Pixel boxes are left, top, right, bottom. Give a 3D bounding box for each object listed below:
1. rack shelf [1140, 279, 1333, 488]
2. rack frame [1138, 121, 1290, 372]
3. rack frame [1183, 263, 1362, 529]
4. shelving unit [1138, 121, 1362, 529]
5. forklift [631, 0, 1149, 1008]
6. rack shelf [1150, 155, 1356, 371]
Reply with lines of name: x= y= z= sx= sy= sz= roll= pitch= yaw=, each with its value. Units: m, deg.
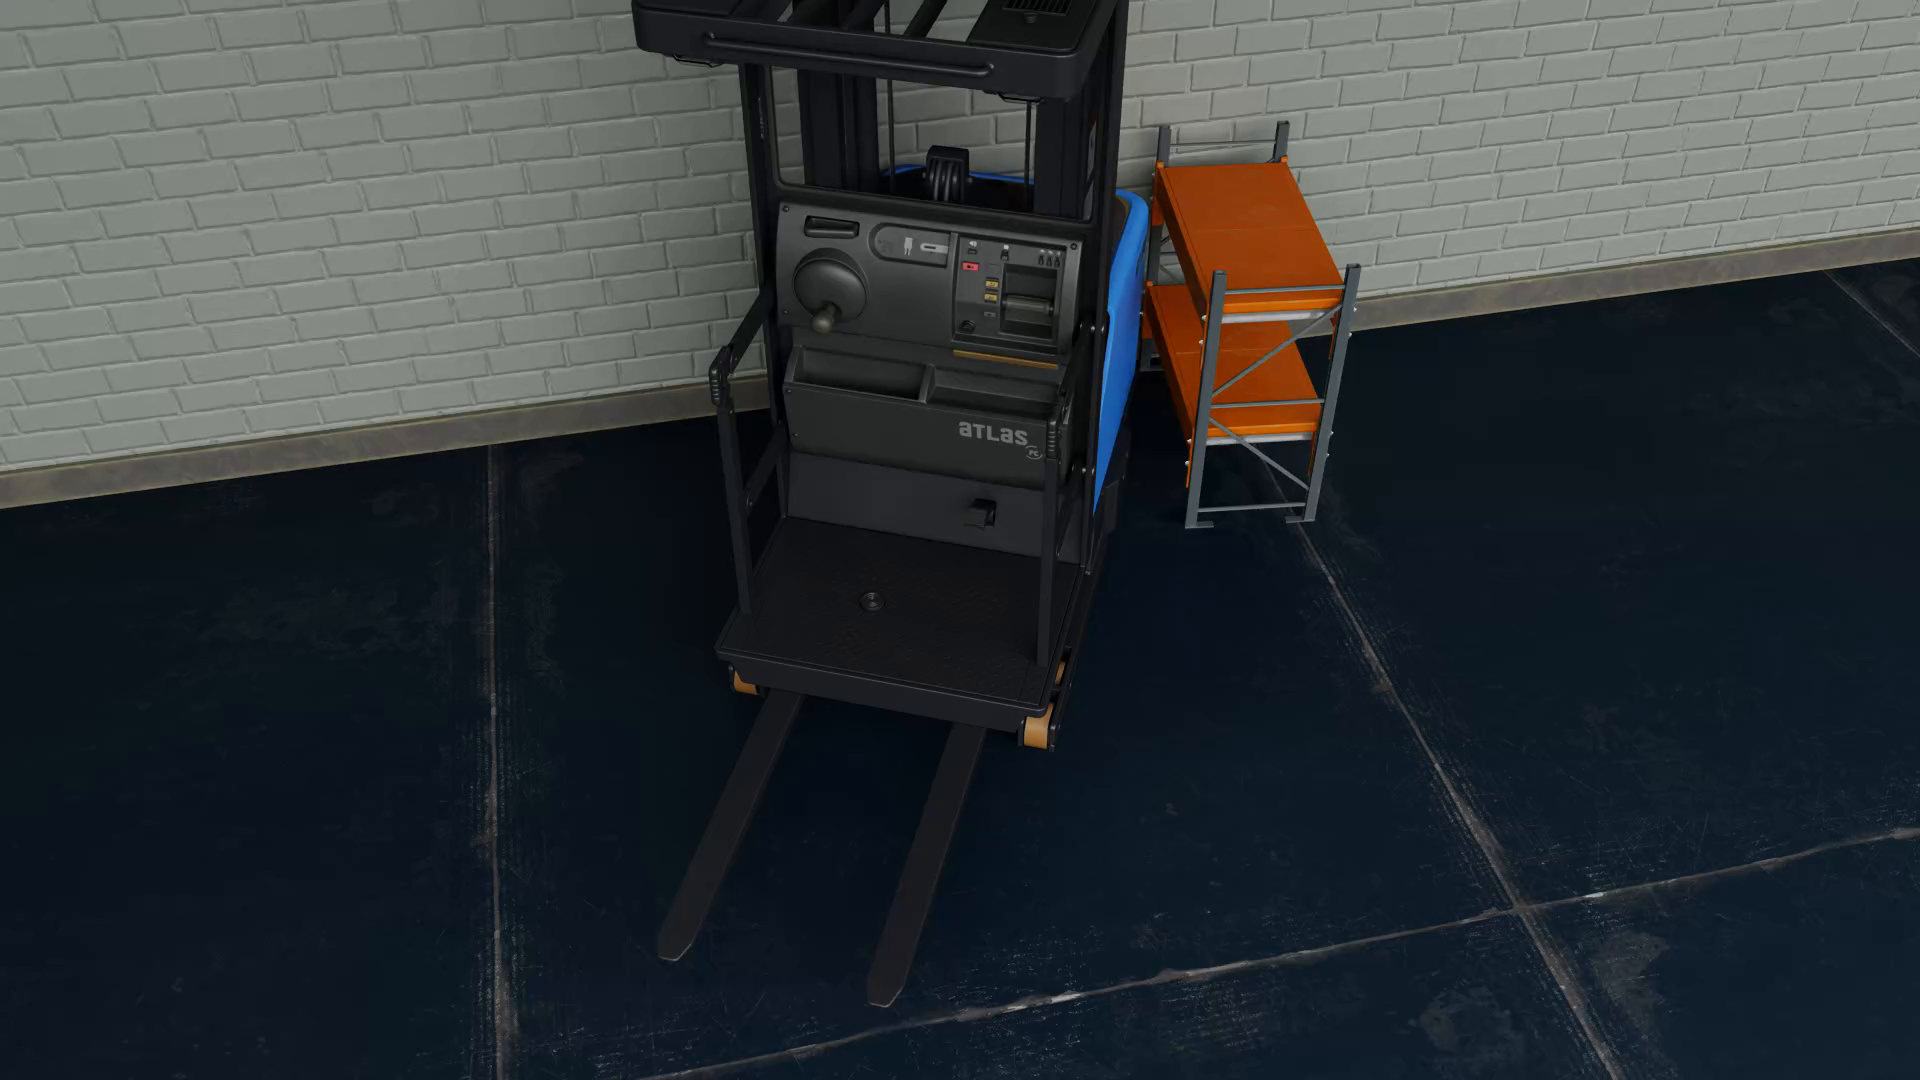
rack shelf: x=1.054 y=-0.641 z=6.493 sx=0.538 sy=0.278 sz=1.000 roll=-3 pitch=42 yaw=-4
rack frame: x=1.009 y=-1.160 z=6.709 sx=0.500 sy=1.125 sz=0.032 roll=-3 pitch=42 yaw=-4
rack frame: x=1.099 y=-0.487 z=5.952 sx=0.500 sy=1.125 sz=0.032 roll=-3 pitch=42 yaw=-4
shelving unit: x=1.054 y=-0.824 z=6.331 sx=0.538 sy=1.125 sz=1.048 roll=-3 pitch=42 yaw=-4
forklift: x=-0.151 y=-0.695 z=4.825 sx=1.130 sy=2.935 sz=3.031 roll=9 pitch=42 yaw=10
rack shelf: x=1.054 y=-1.043 z=6.136 sx=0.538 sy=0.278 sz=1.000 roll=-3 pitch=42 yaw=-4
